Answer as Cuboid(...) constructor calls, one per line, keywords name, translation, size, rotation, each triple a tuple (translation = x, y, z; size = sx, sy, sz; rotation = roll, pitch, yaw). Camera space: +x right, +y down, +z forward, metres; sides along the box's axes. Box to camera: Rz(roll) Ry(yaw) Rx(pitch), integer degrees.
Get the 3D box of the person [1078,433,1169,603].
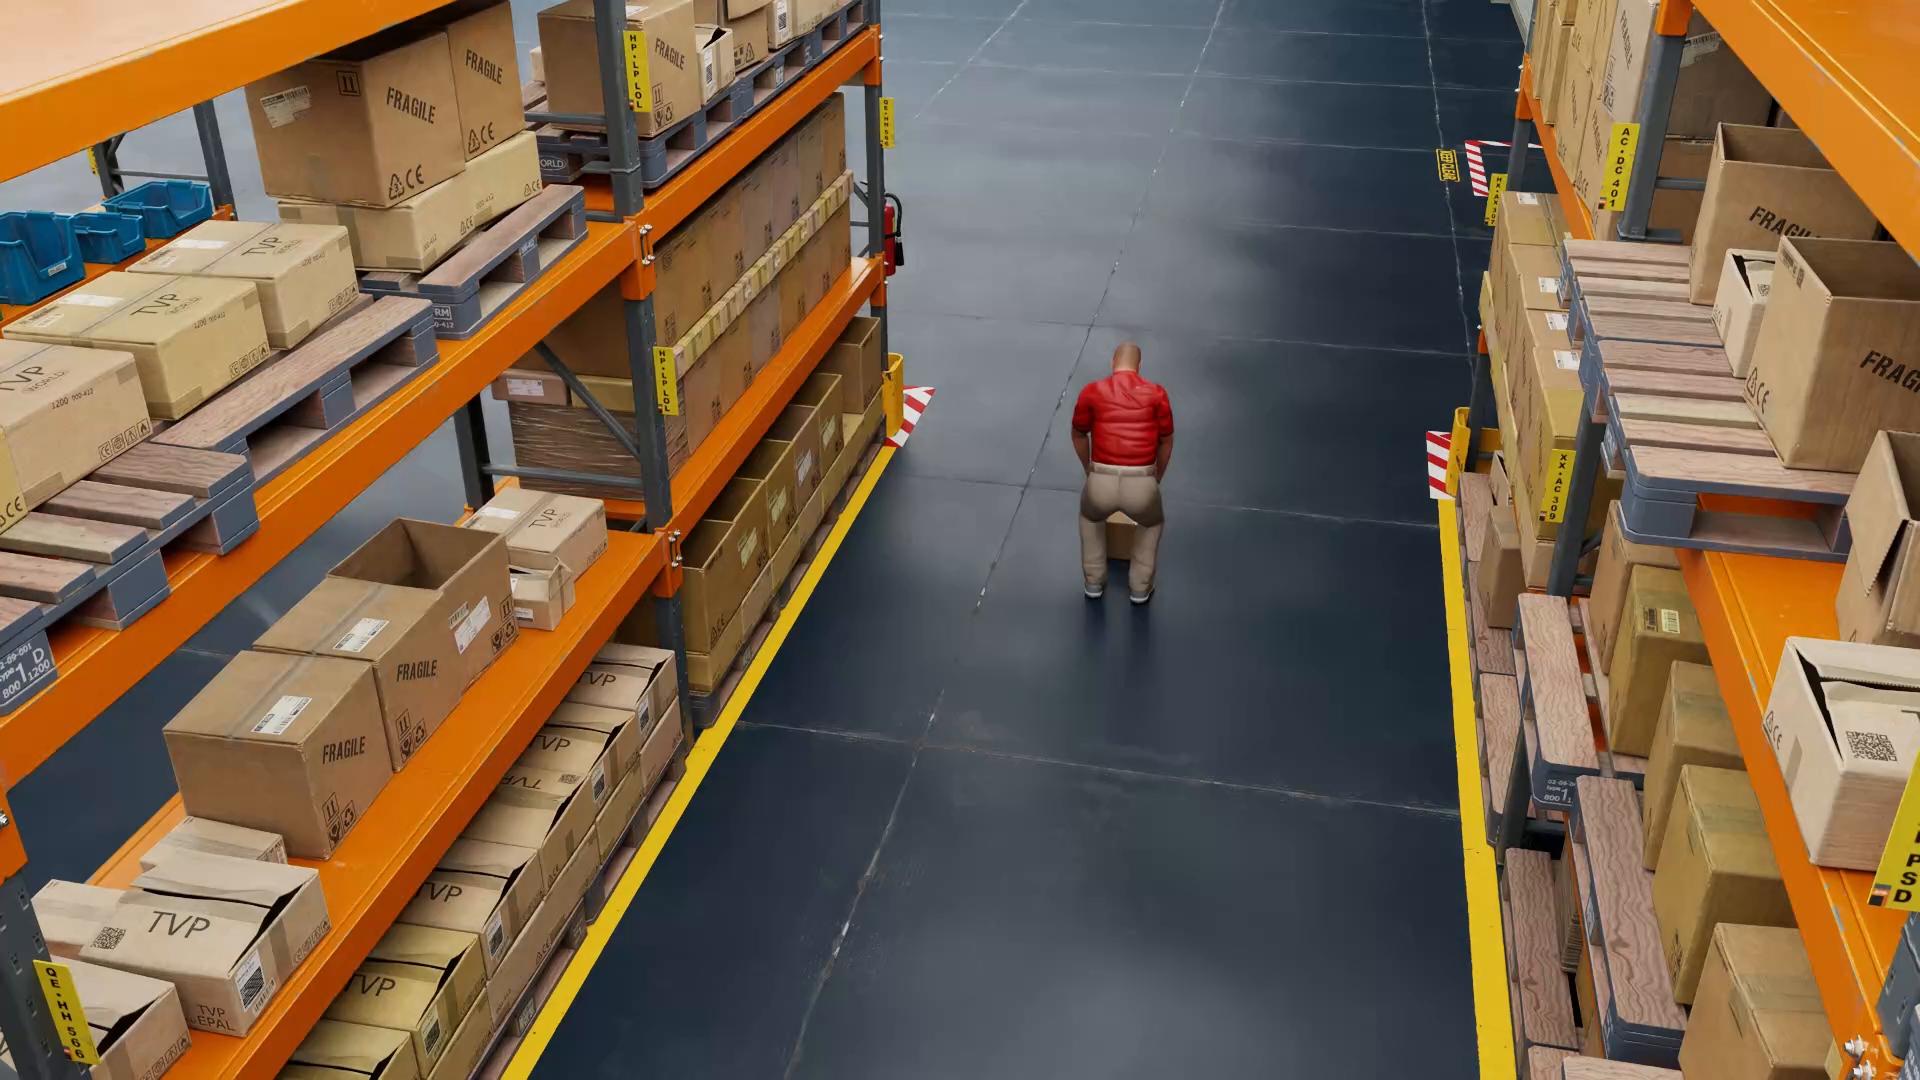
Cuboid(name="person", translation=(0.971, -0.188, 9.841), size=(0.541, 0.907, 0.956), rotation=(5, 29, 8))
